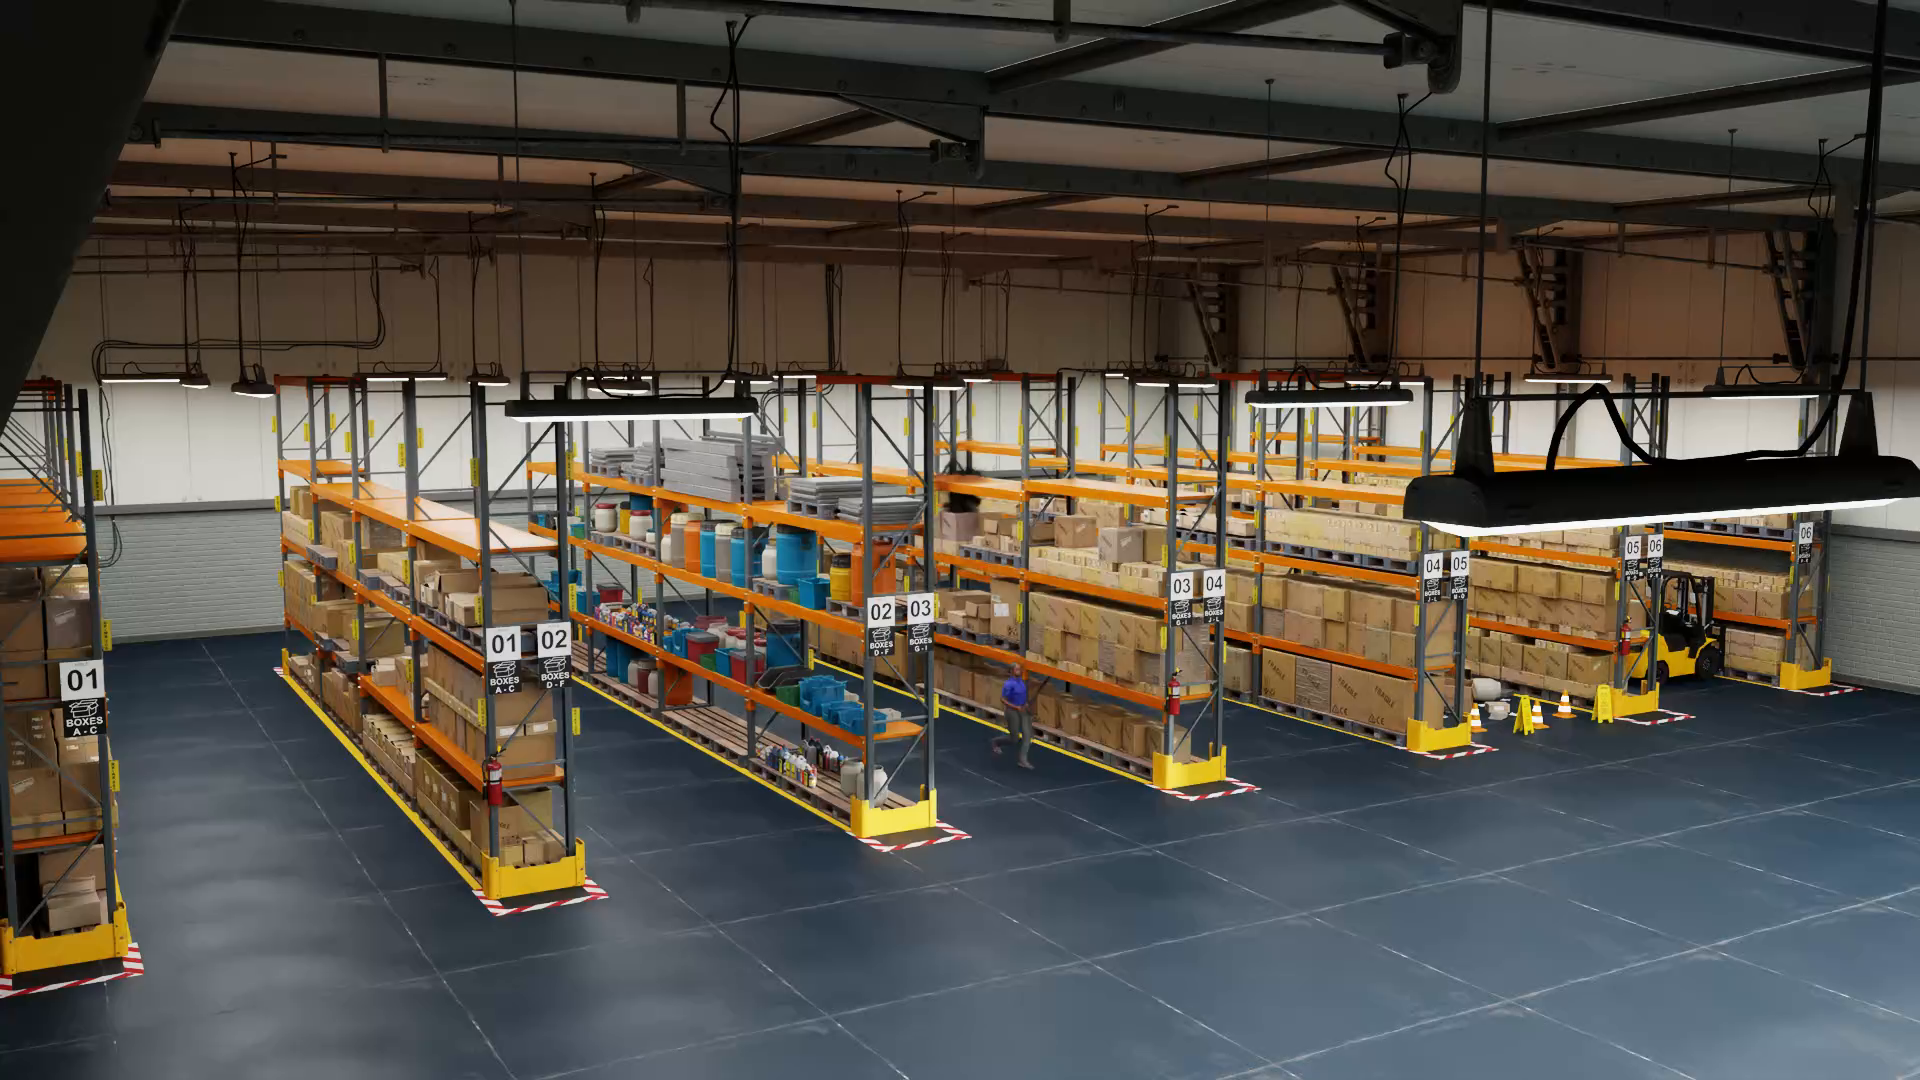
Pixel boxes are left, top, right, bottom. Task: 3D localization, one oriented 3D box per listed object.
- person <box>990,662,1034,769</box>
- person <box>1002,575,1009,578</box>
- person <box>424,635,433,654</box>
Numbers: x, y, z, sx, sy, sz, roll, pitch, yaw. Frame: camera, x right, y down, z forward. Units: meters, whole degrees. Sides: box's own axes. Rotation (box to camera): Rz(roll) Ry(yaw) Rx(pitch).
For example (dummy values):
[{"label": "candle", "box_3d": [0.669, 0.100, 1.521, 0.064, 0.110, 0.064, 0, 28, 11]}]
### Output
[{"label": "person", "box_3d": [0.843, 2.706, 25.832, 0.782, 1.641, 0.578, 5, 8, 40]}, {"label": "person", "box_3d": [1.042, 1.561, 35.376, 0.730, 1.764, 1.109, -3, 7, -27]}, {"label": "person", "box_3d": [-10.818, 1.818, 33.487, 0.699, 1.821, 0.729, -5, 8, -41]}]
